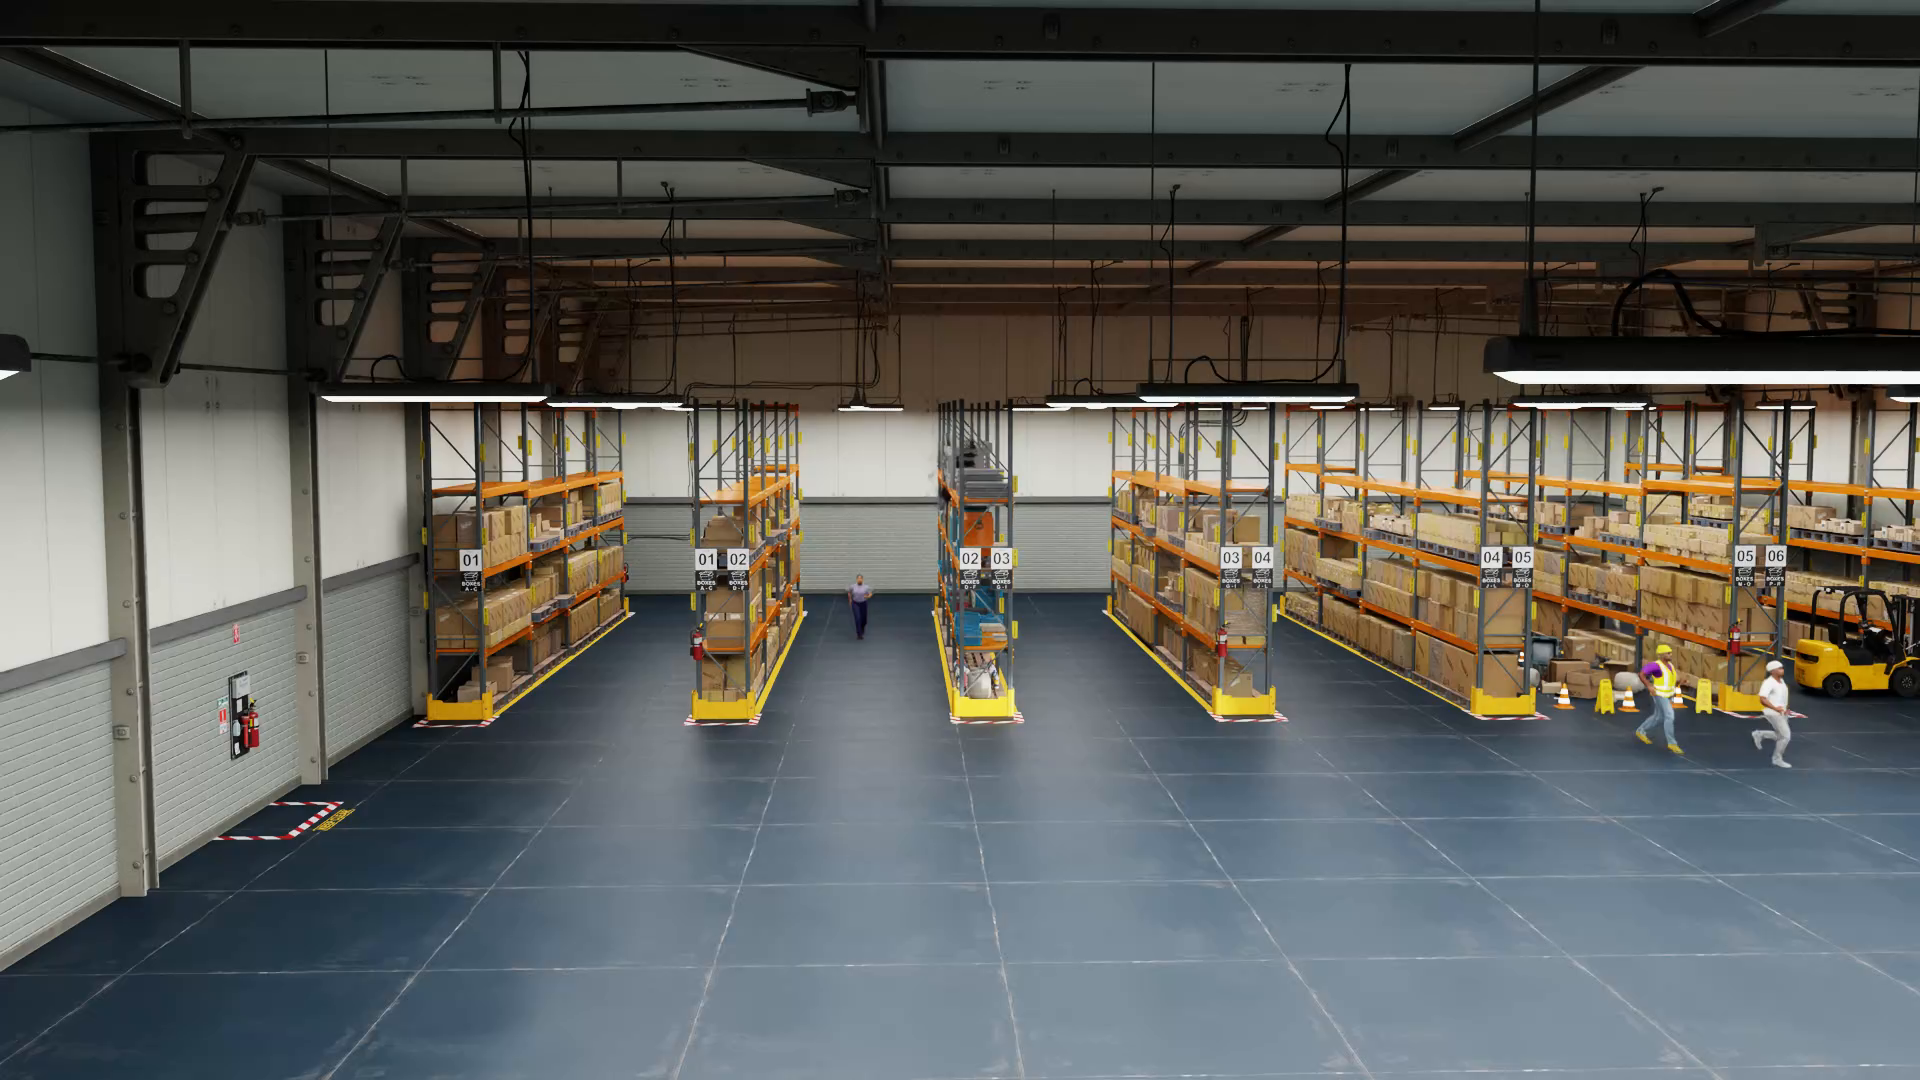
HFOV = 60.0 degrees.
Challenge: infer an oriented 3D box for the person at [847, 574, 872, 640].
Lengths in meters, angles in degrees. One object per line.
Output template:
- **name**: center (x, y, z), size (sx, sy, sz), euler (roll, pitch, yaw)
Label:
- **person**: center (-2.549, 1.683, 42.356), size (0.610, 1.625, 0.837), euler (-1, 4, -9)

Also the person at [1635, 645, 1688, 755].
- **person**: center (11.947, 2.684, 28.307), size (0.685, 1.810, 0.895), euler (-4, 6, -44)

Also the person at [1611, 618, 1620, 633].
- **person**: center (16.718, 1.625, 42.841), size (0.624, 1.694, 0.875), euler (-1, 4, -8)

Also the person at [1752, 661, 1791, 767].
- **person**: center (13.257, 2.817, 27.147), size (0.661, 1.706, 0.720), euler (4, 6, 43)
